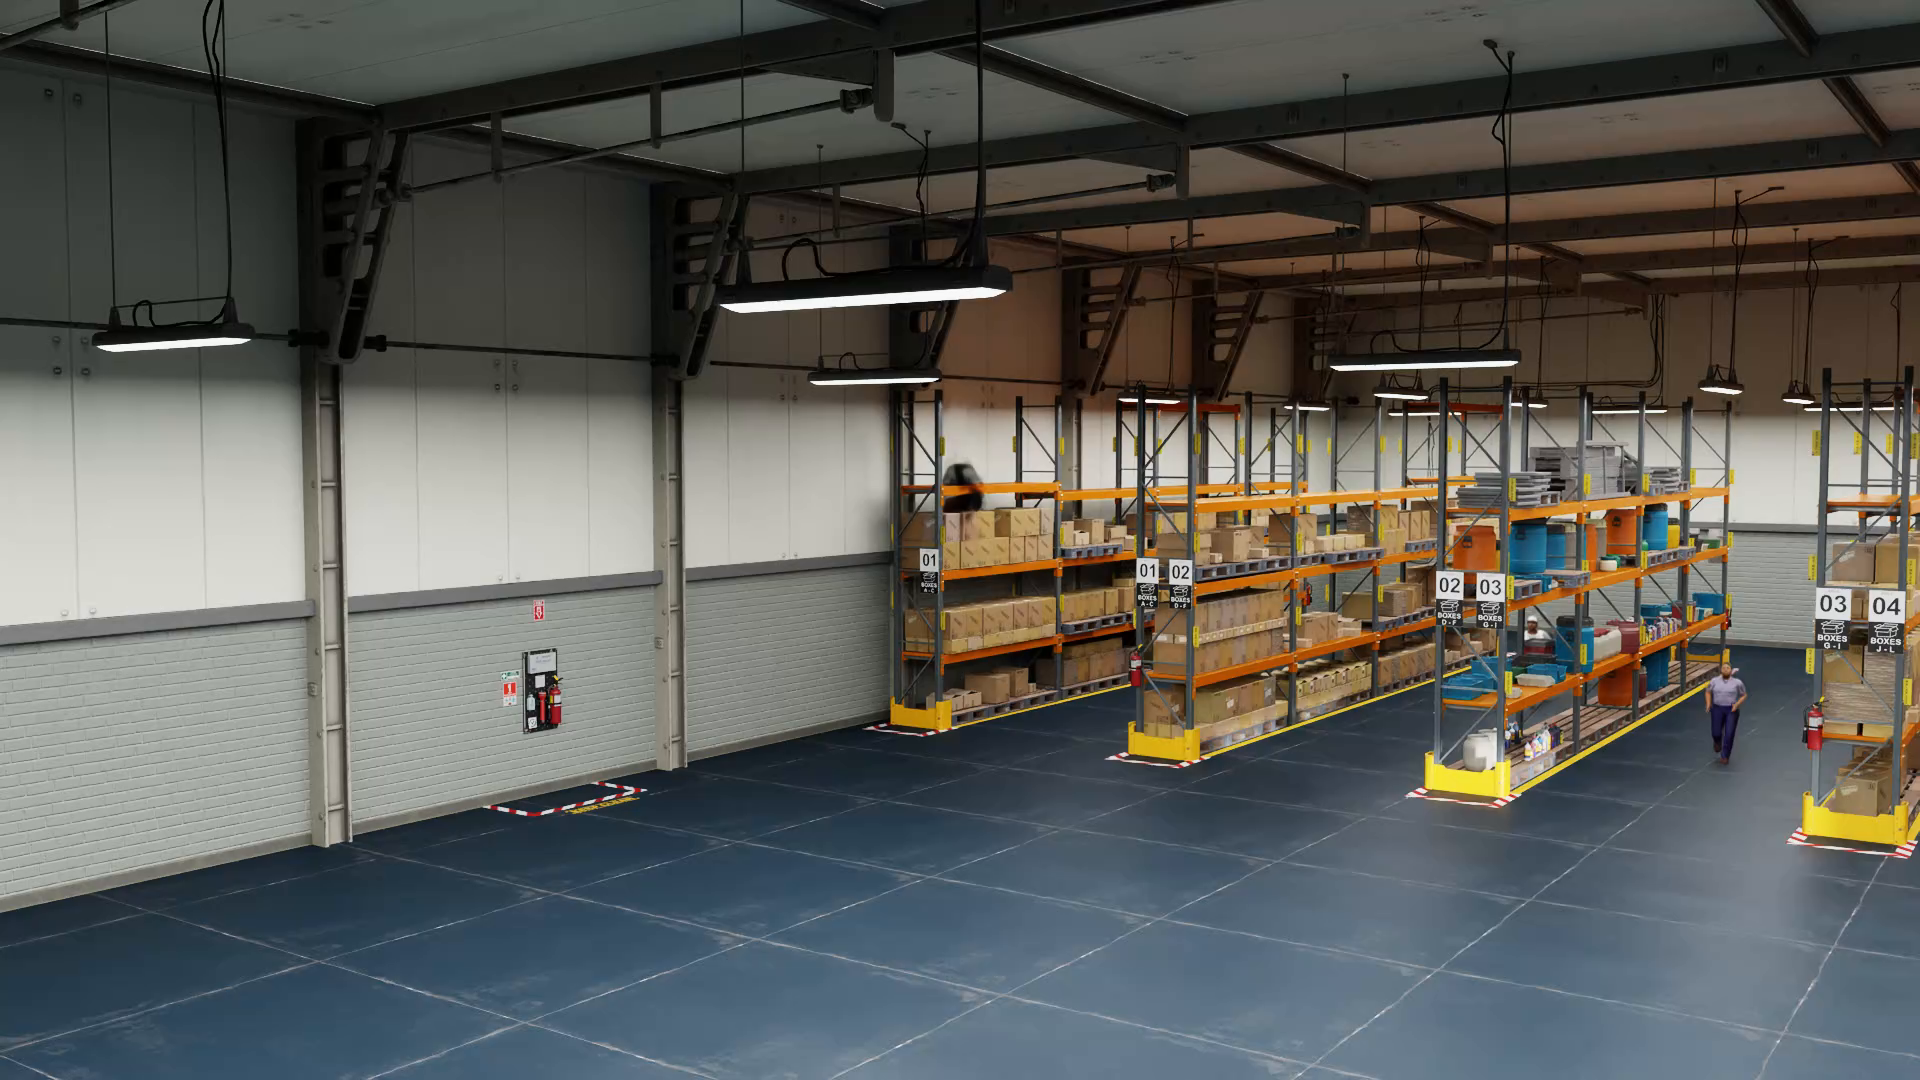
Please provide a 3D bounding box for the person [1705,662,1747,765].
[{"bbox_3d":[12.121,2.733,26.332,0.616,1.606,0.550,2,4,29],"label":"person"}]

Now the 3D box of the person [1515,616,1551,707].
[{"bbox_3d":[10.928,2.327,31.779,0.666,1.739,0.608,2,4,31],"label":"person"}]
